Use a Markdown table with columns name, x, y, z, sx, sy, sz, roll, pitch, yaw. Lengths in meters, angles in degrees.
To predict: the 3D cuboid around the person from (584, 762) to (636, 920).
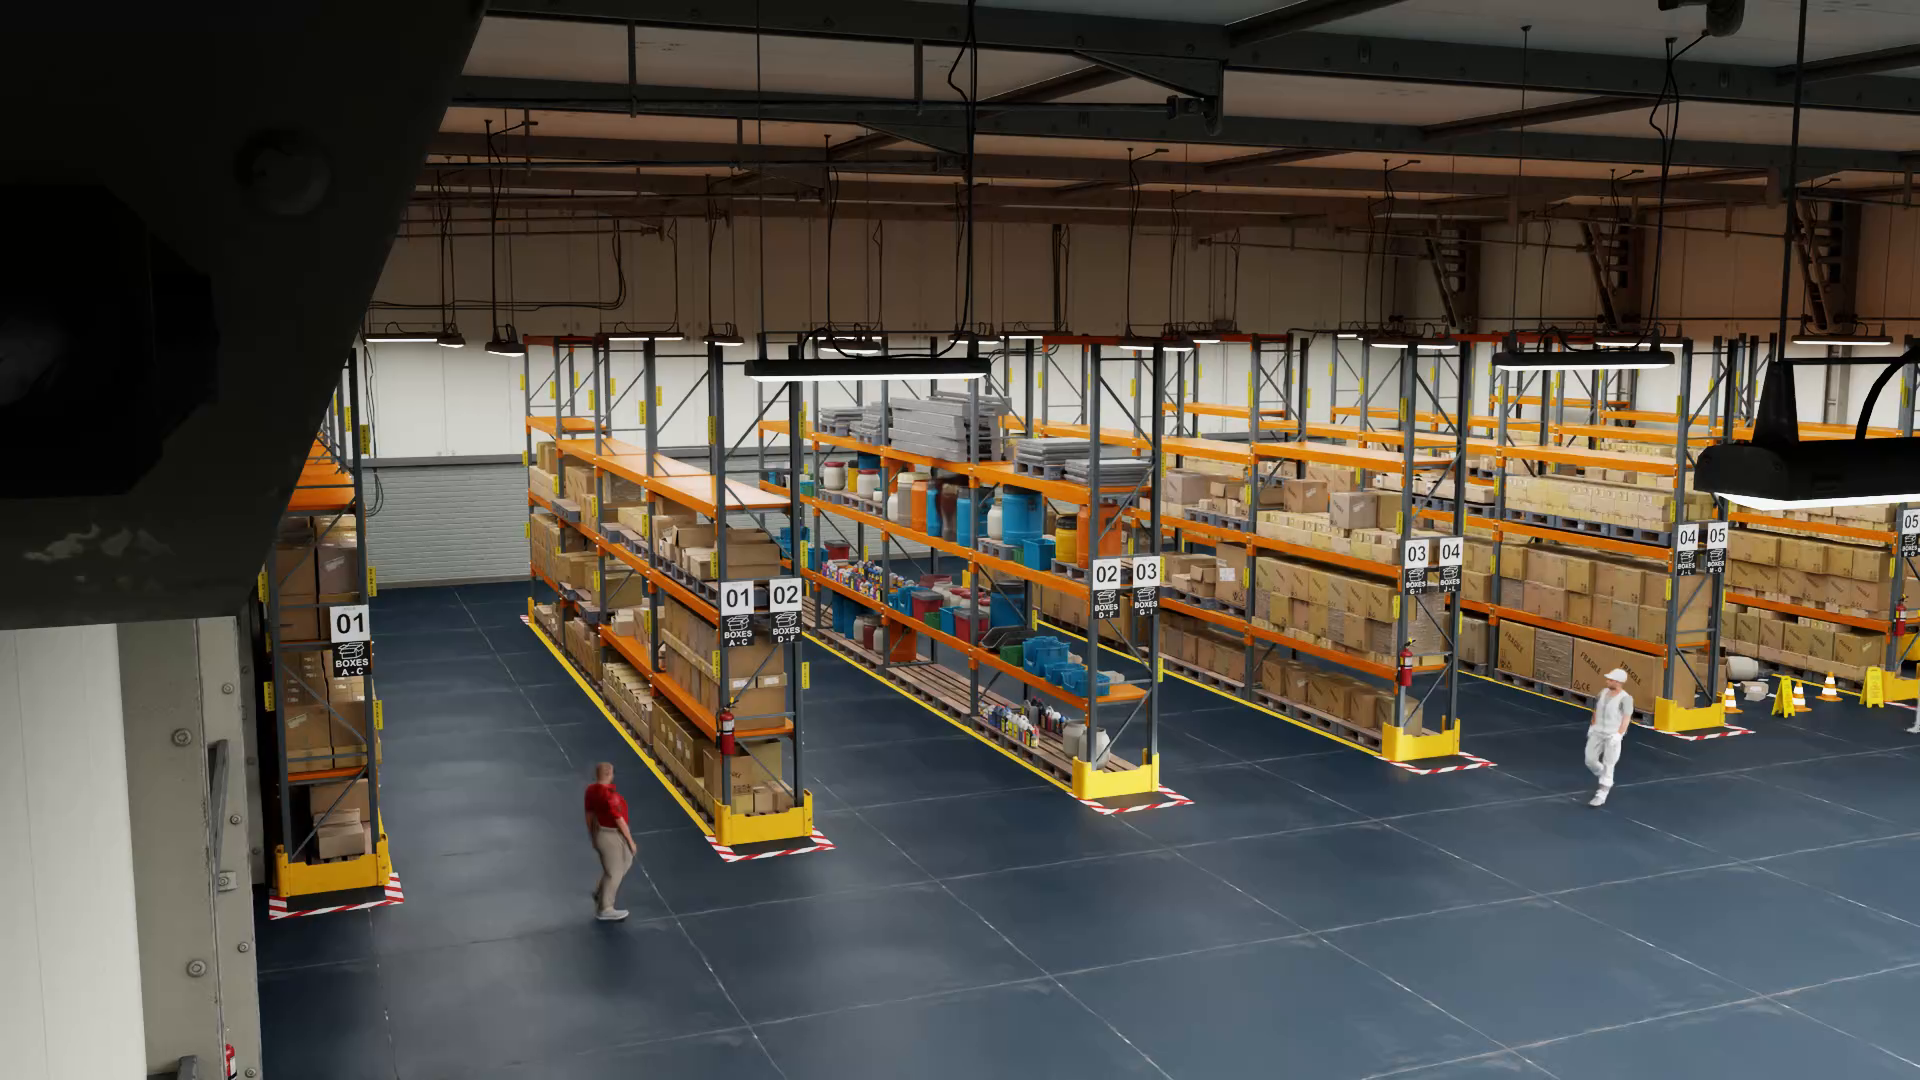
| name | x | y | z | sx | sy | sz | roll | pitch | yaw |
| --- | --- | --- | --- | --- | --- | --- | --- | --- | --- |
| person | -3.666 | 3.157 | 17.465 | 0.493 | 1.723 | 0.558 | -3 | 8 | -19 |

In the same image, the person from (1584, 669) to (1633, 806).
| name | x | y | z | sx | sy | sz | roll | pitch | yaw |
| --- | --- | --- | --- | --- | --- | --- | --- | --- | --- |
| person | 8.431 | 2.565 | 21.750 | 0.626 | 1.775 | 0.615 | -7 | 10 | -41 |

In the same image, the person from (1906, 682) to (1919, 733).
| name | x | y | z | sx | sy | sz | roll | pitch | yaw |
| --- | --- | --- | --- | --- | --- | --- | --- | --- | --- |
| person | 14.949 | 2.126 | 25.514 | 0.990 | 1.646 | 0.463 | -6 | 10 | -39 |
